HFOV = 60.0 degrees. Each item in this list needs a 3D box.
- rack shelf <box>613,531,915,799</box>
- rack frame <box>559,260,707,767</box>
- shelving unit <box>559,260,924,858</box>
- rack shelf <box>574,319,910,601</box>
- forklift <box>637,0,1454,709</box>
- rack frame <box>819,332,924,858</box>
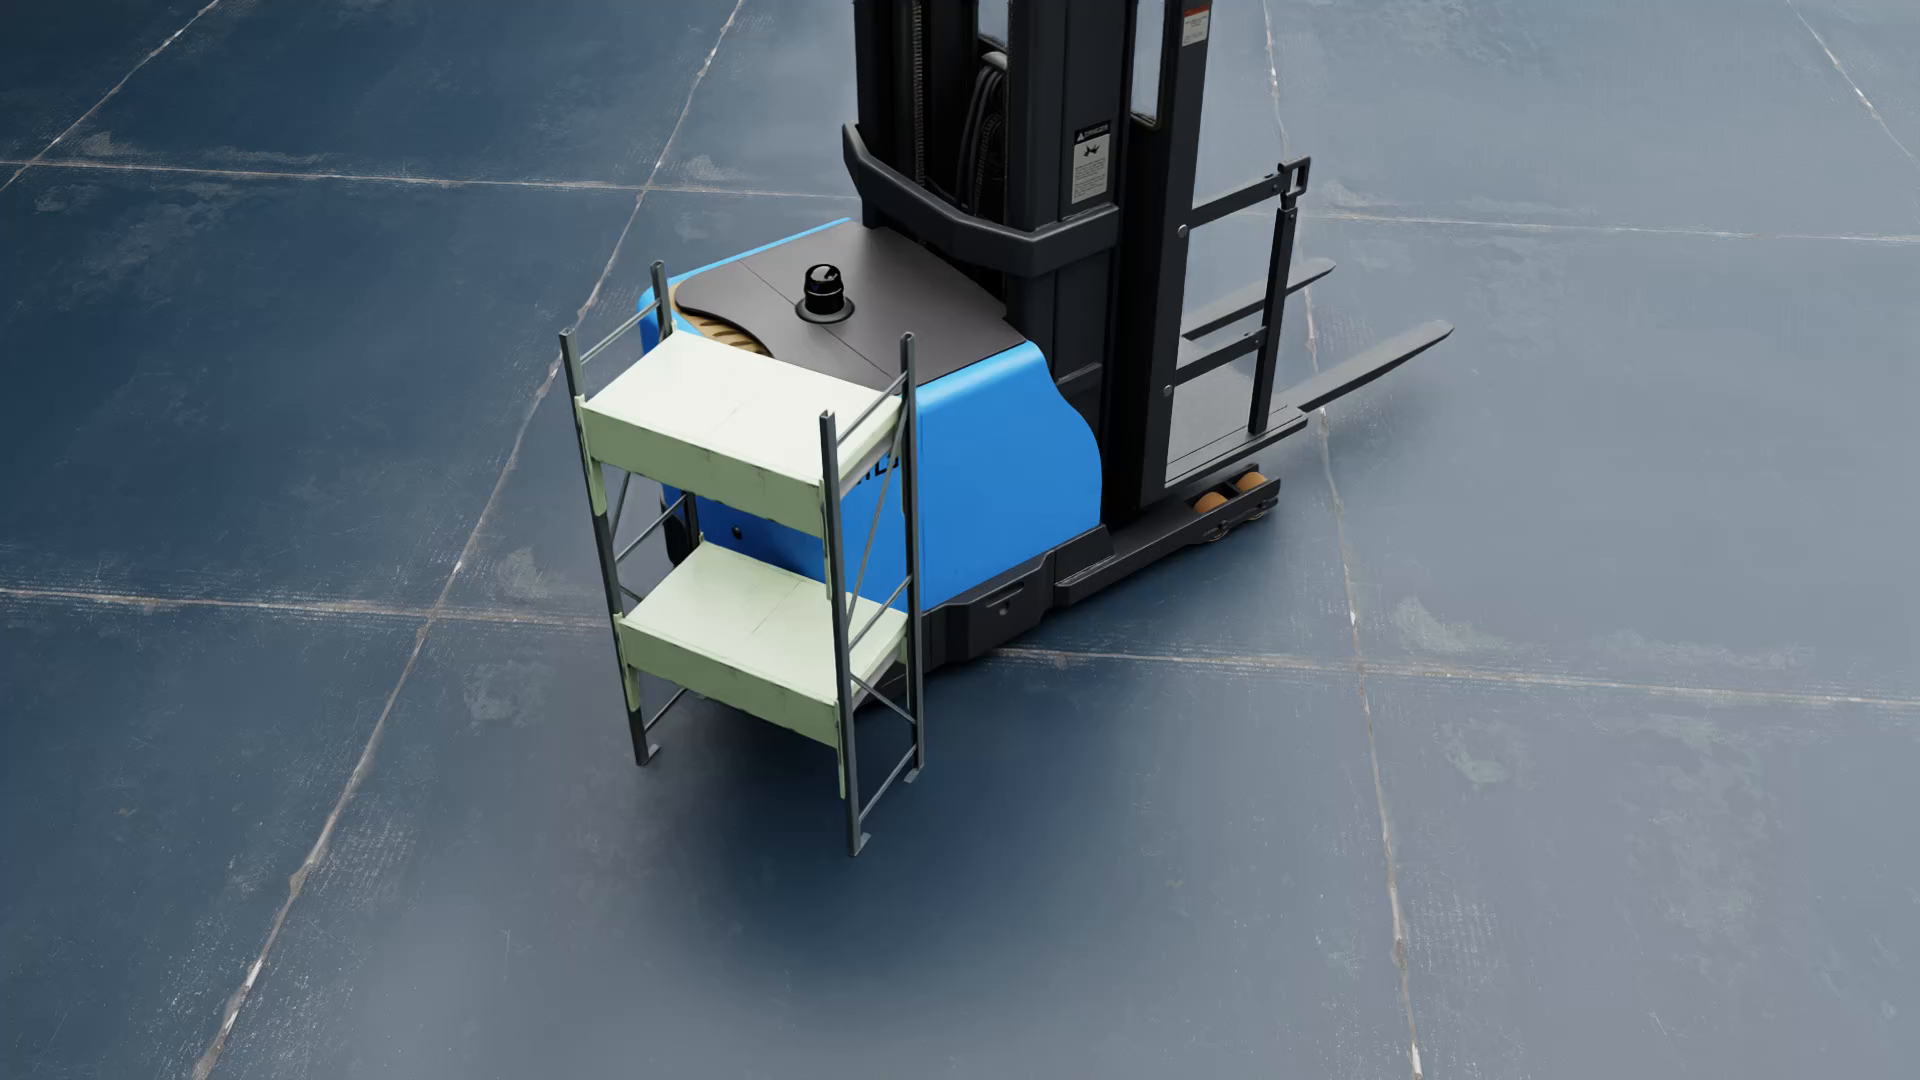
[{"bbox_3d":[-0.533,0.339,4.661,0.720,0.370,0.431,19,43,21],"label":"rack shelf"},{"bbox_3d":[-0.856,-0.022,4.588,0.023,1.500,0.400,19,43,21],"label":"rack frame"},{"bbox_3d":[-0.534,0.087,4.454,0.755,1.500,0.431,19,43,21],"label":"shelving unit"},{"bbox_3d":[-0.534,-0.215,4.207,0.720,0.370,0.431,19,43,21],"label":"rack shelf"},{"bbox_3d":[0.498,-1.375,5.117,3.031,2.935,1.130,-26,46,-28],"label":"forklift"},{"bbox_3d":[-0.211,0.196,4.321,0.023,1.500,0.400,19,43,21],"label":"rack frame"}]
